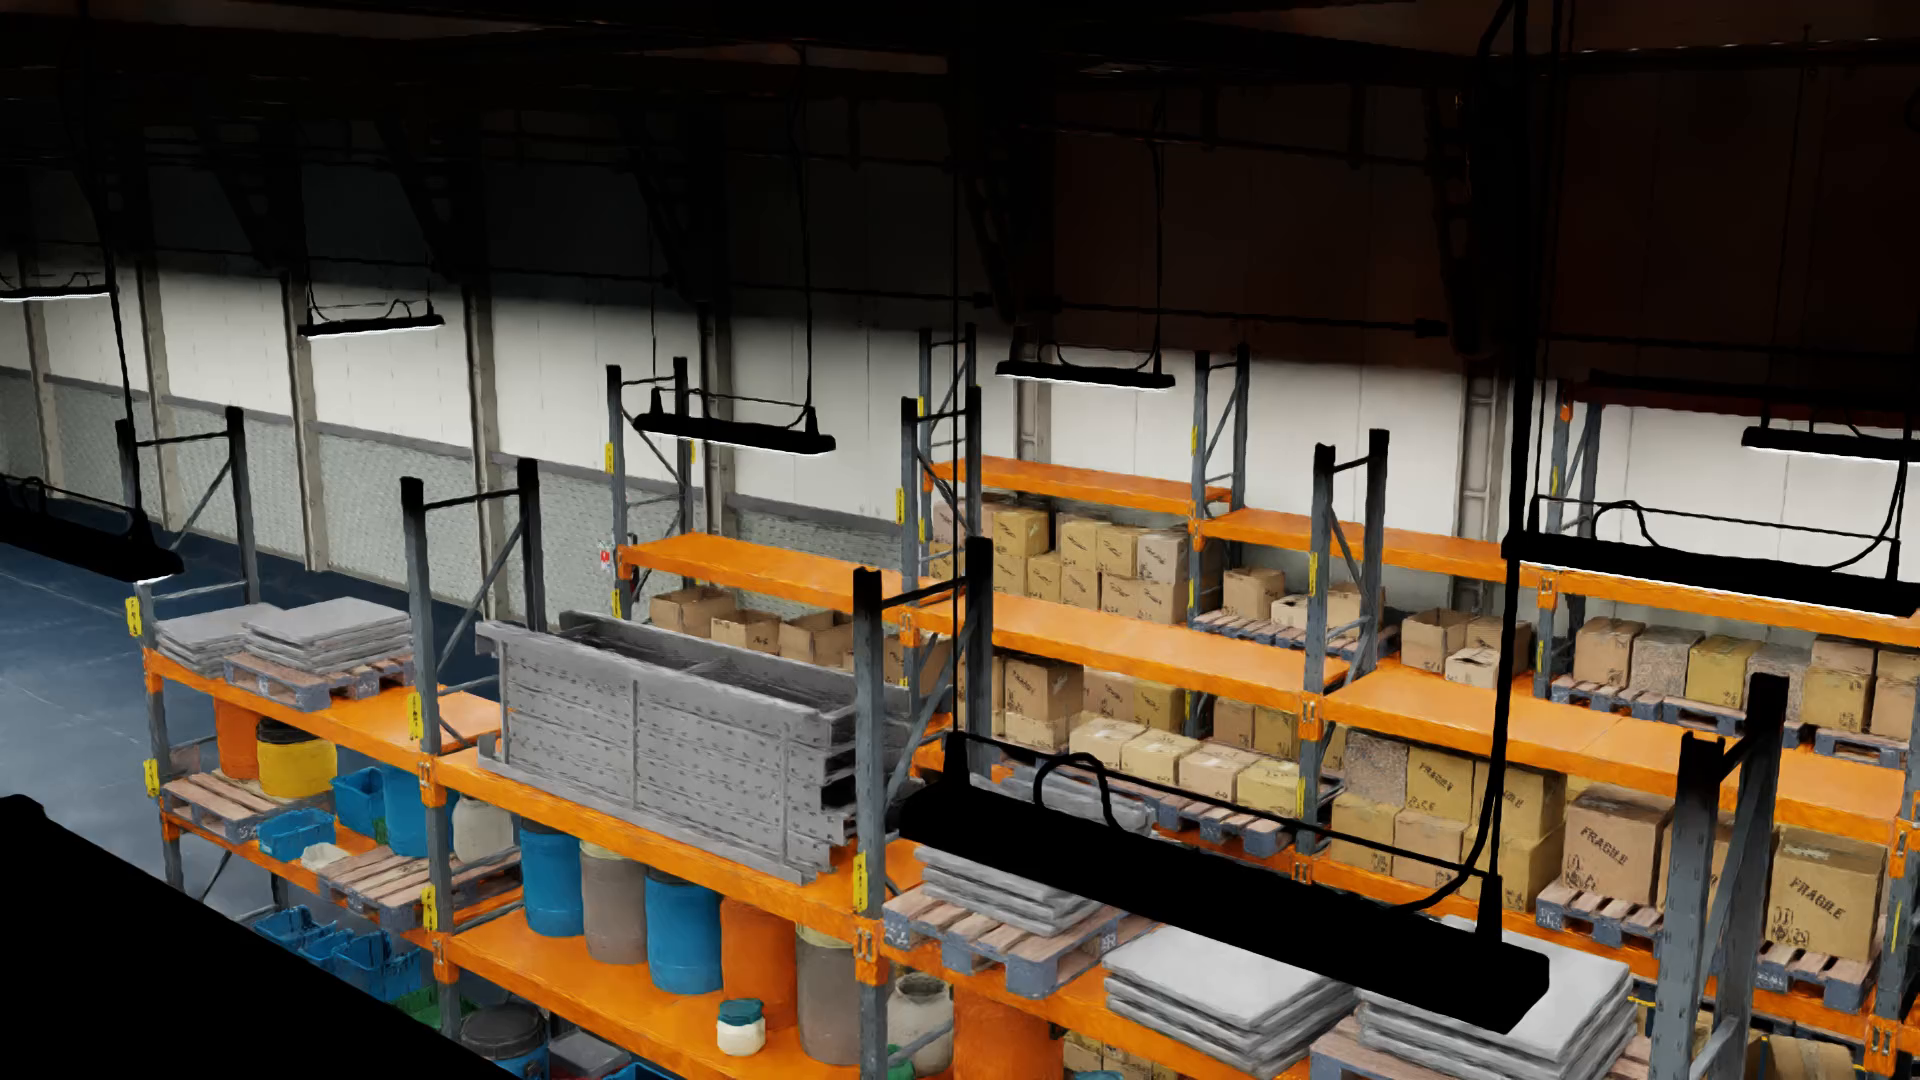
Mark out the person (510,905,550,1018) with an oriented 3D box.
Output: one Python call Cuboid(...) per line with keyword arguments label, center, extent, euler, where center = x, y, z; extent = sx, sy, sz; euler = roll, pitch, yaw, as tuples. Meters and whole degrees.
Cuboid(label="person", center=(-4.073, 3.724, 16.088), extent=(0.523, 1.615, 0.943), euler=(-7, 14, -28))
